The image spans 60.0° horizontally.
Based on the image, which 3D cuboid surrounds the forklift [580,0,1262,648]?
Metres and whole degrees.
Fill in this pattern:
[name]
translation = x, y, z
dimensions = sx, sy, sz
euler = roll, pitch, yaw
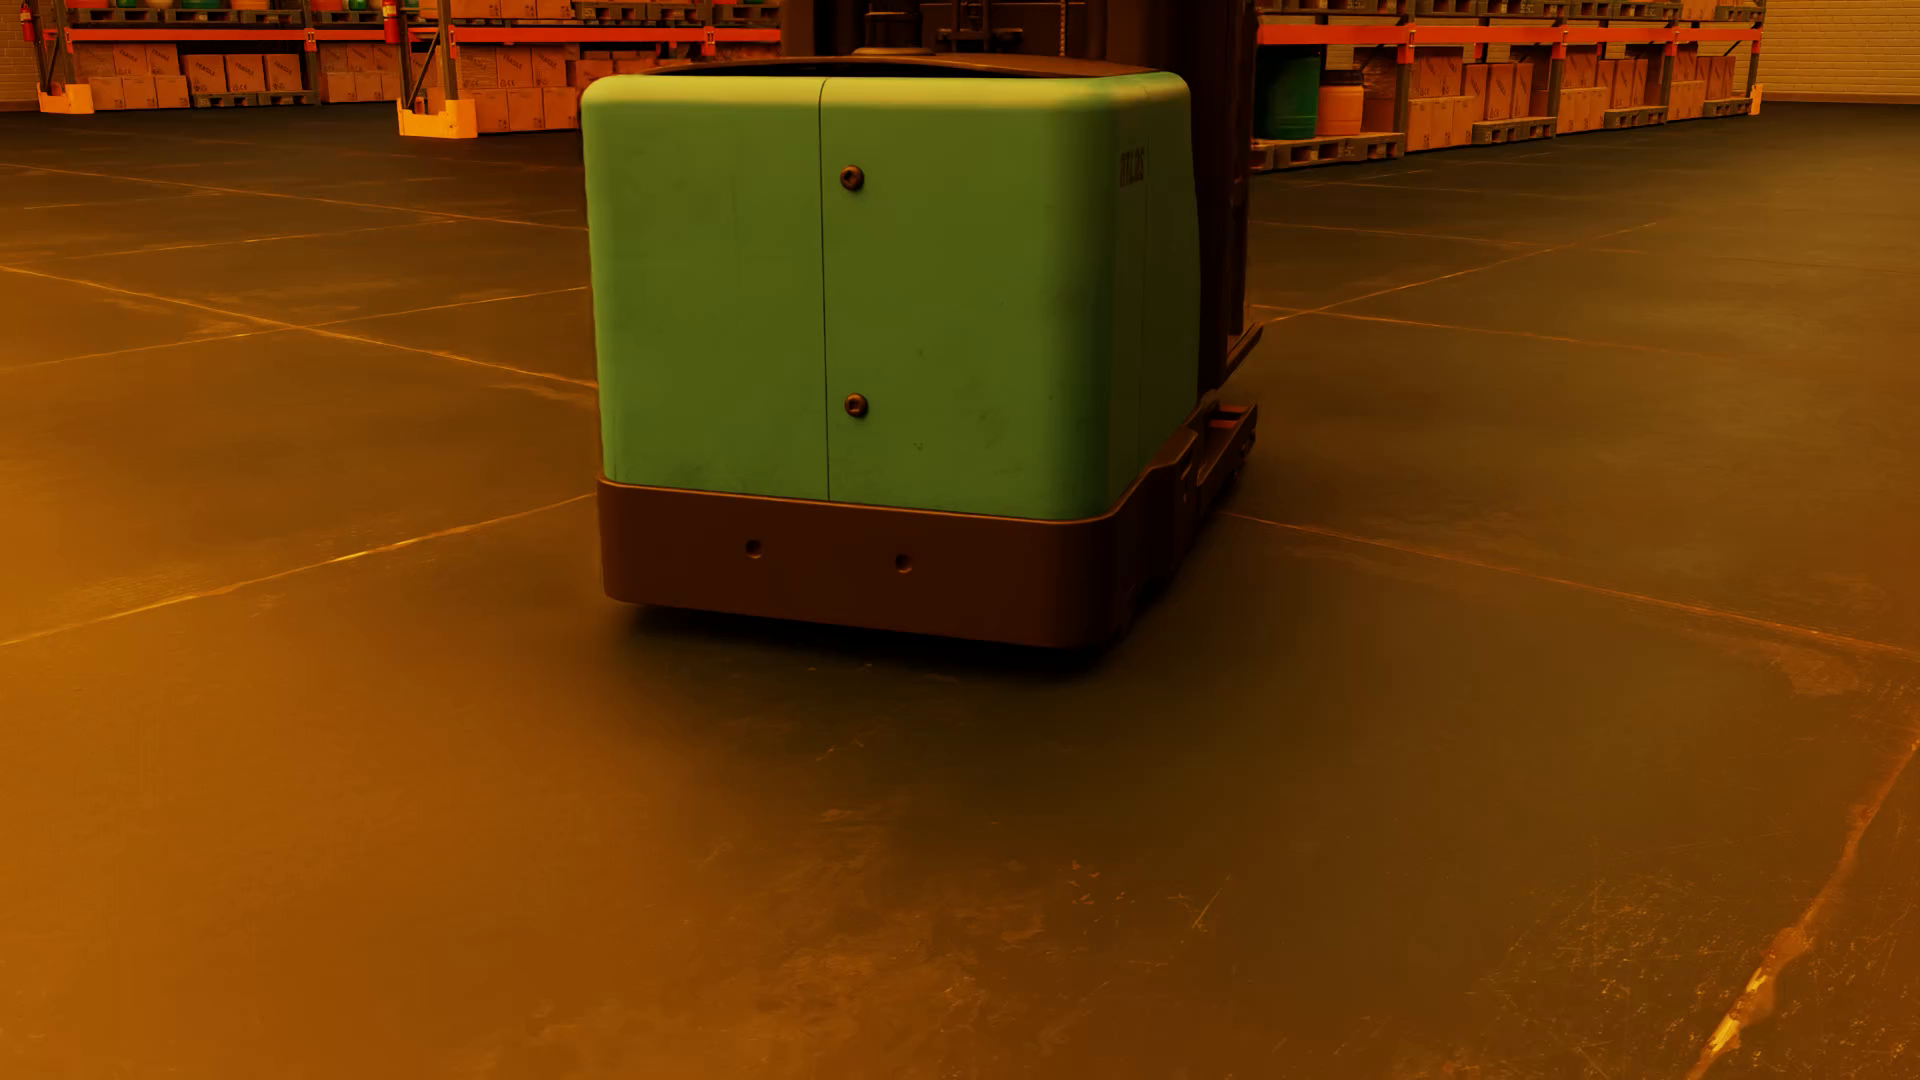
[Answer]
[forklift]
translation = 0.204, -1.592, 4.140
dimensions = 1.130, 2.935, 3.031
euler = 5, 18, 17
